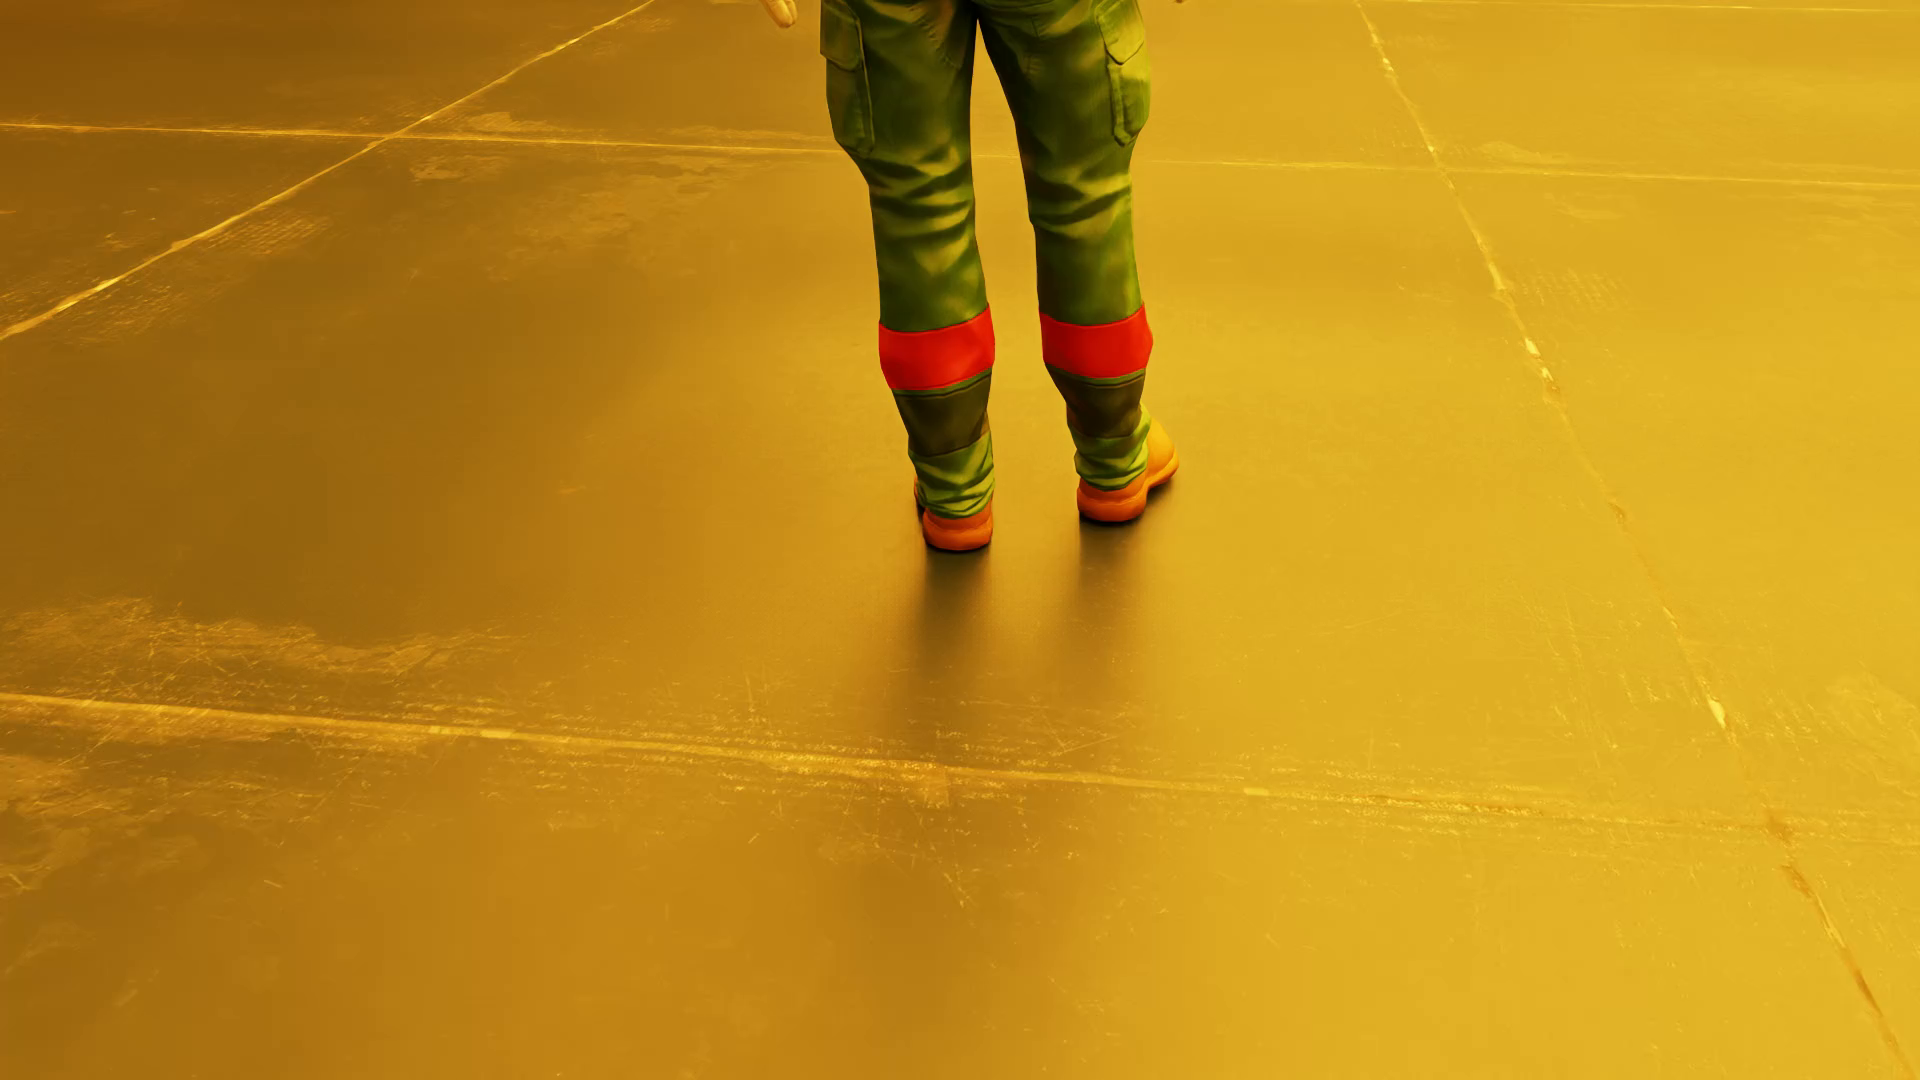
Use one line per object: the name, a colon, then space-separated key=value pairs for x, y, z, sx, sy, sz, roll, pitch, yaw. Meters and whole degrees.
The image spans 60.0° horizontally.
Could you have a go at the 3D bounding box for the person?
person: x=0.023 y=-0.842 z=2.168 sx=0.637 sy=1.790 sz=0.562 roll=3 pitch=27 yaw=7
